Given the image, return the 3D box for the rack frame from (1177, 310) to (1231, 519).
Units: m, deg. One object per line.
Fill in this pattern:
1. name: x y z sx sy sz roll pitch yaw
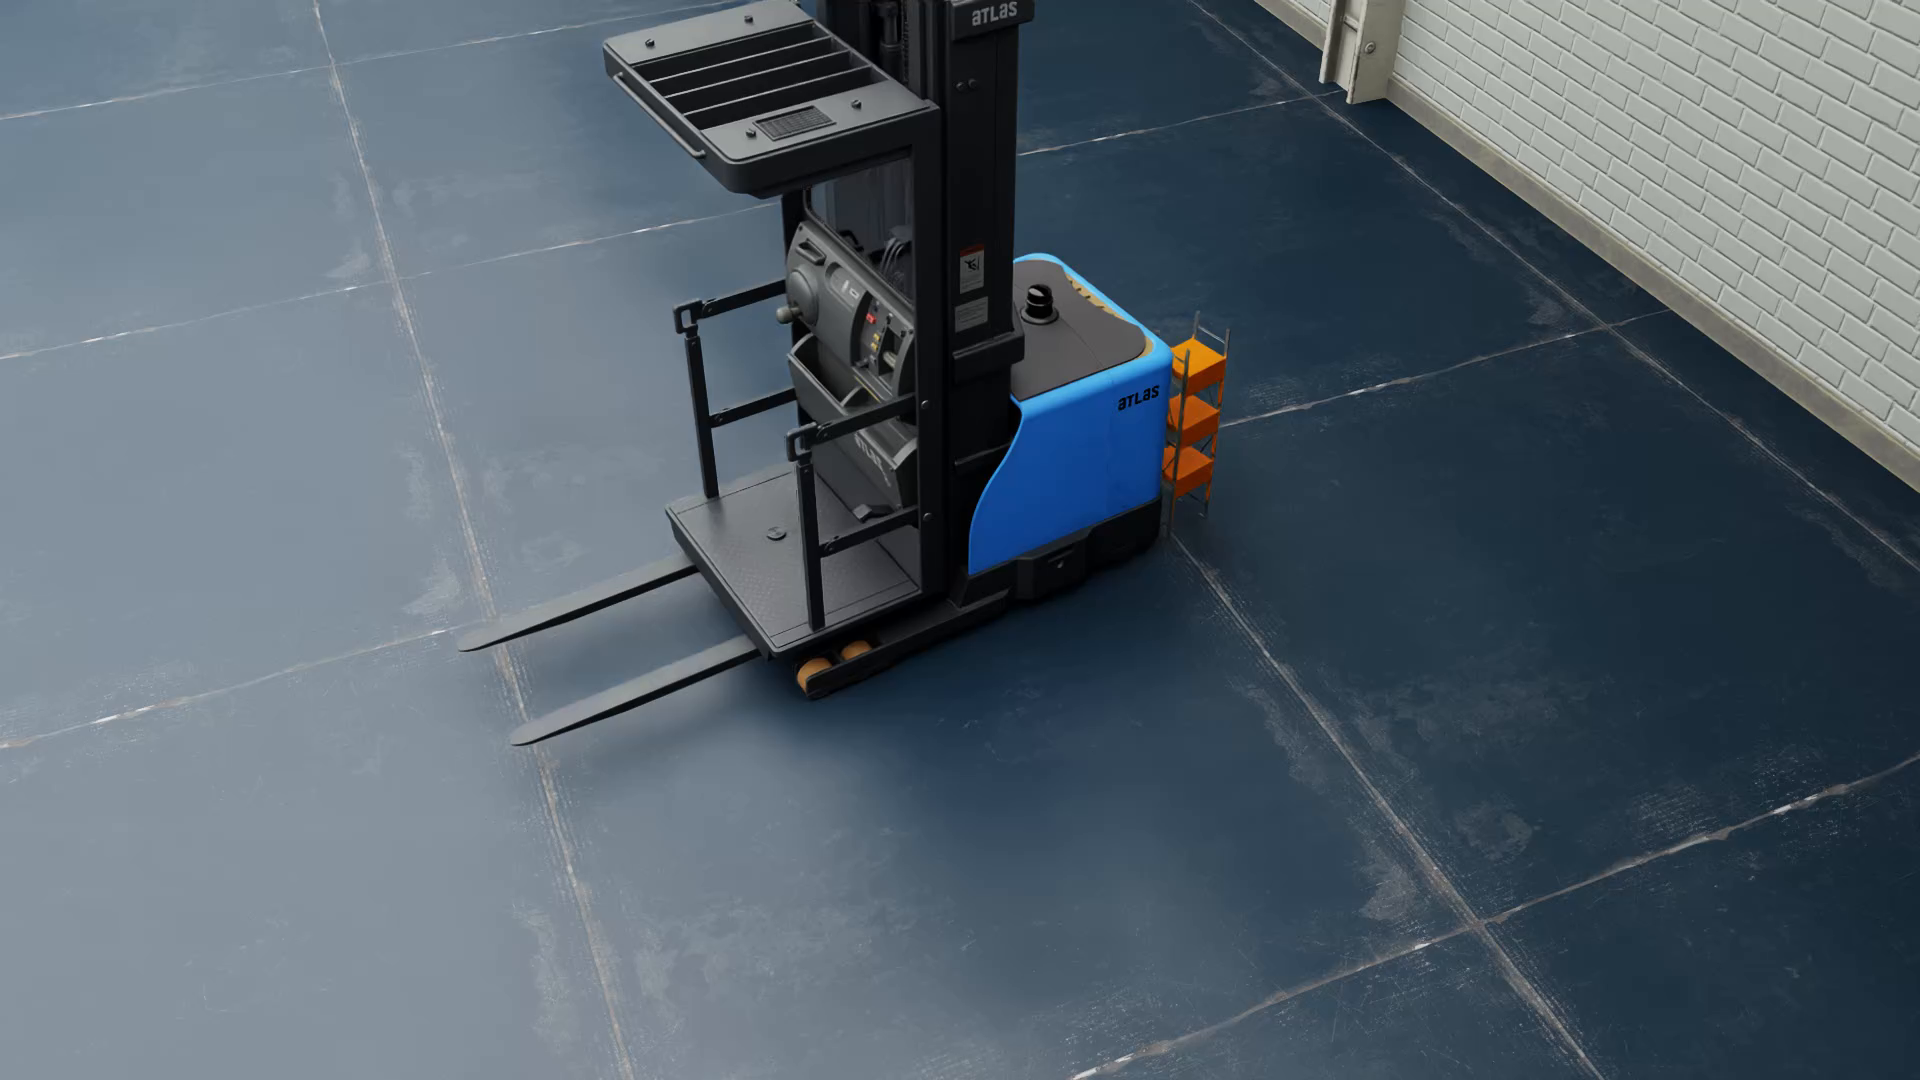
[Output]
1. rack frame: 1.091 -0.548 7.501 0.008 1.050 0.200 -28 48 -29

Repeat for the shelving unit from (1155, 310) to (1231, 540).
1. shelving unit: 0.996 -0.498 7.443 0.252 1.050 0.215 -28 48 -29

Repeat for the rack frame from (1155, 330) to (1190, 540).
1. rack frame: 0.902 -0.448 7.384 0.008 1.050 0.200 -28 48 -29

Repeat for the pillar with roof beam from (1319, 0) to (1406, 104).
1. pillar with roof beam: -1.323 -5.384 7.028 9.100 9.000 0.400 -15 43 -17

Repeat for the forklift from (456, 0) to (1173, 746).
1. forklift: -0.612 -0.853 6.413 3.031 2.935 1.130 -22 45 -24

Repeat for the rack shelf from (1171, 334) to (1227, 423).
1. rack shelf: 0.996 -0.705 7.265 0.240 0.259 0.215 -28 48 -29

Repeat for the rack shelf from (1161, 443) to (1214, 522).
1. rack shelf: 0.996 -0.279 7.631 0.240 0.259 0.215 -28 48 -29

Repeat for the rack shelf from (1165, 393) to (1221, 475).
1. rack shelf: 0.996 -0.490 7.450 0.240 0.259 0.215 -28 48 -29
